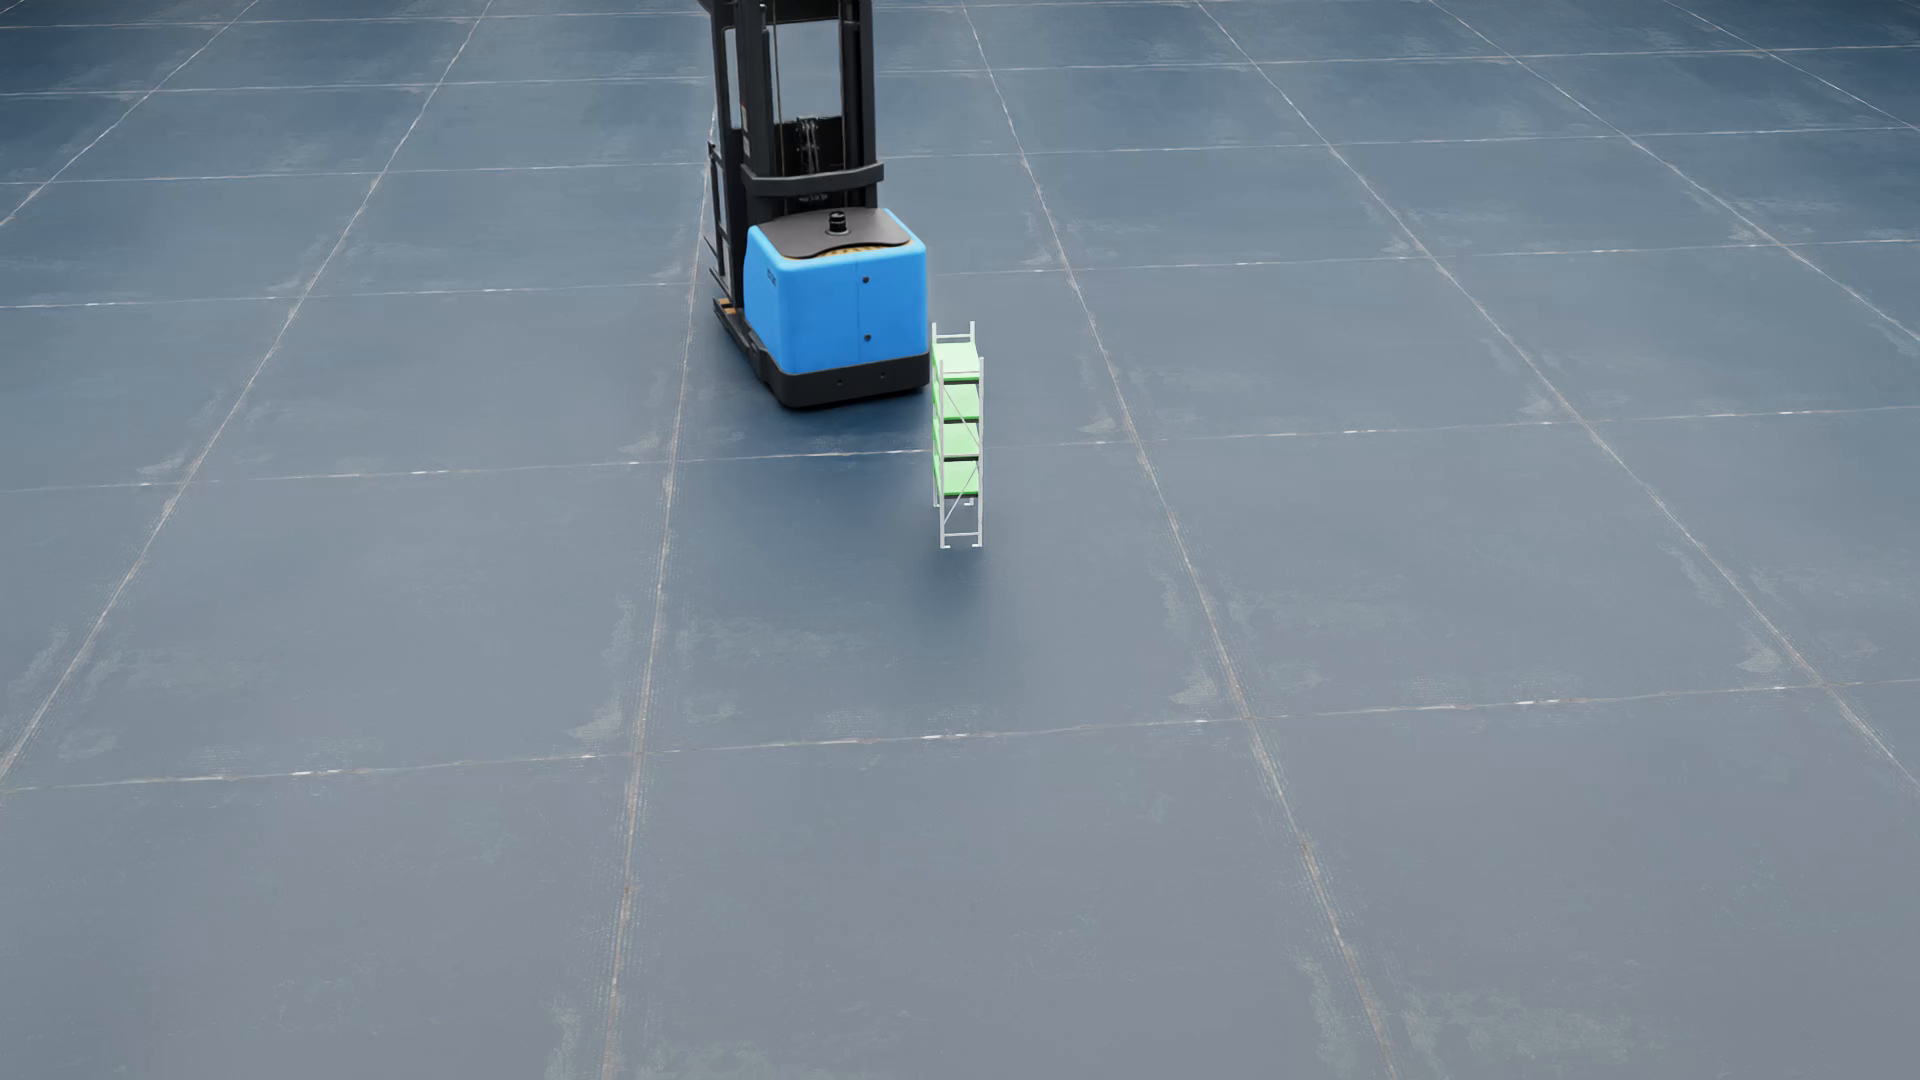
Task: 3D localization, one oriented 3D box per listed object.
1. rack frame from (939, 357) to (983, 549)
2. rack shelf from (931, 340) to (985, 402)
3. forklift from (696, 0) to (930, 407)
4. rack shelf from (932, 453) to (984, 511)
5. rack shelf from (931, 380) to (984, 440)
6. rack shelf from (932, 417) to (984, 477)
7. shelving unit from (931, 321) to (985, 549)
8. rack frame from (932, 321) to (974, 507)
[{"bbox_3d":[0.007,-0.475,9.375,0.240,1.200,0.015,-3,31,-5],"label":"rack frame"},{"bbox_3d":[-0.015,-0.957,9.370,0.258,0.148,0.480,-3,31,-5],"label":"rack shelf"},{"bbox_3d":[-1.210,-2.886,11.724,1.130,2.935,3.031,-11,33,-18],"label":"forklift"},{"bbox_3d":[-0.015,-0.339,9.740,0.258,0.148,0.480,-3,31,-5],"label":"rack shelf"},{"bbox_3d":[-0.015,-0.751,9.494,0.258,0.148,0.480,-3,31,-5],"label":"rack shelf"},{"bbox_3d":[-0.015,-0.545,9.617,0.258,0.148,0.480,-3,31,-5],"label":"rack shelf"},{"bbox_3d":[-0.015,-0.600,9.584,0.258,1.200,0.503,-3,31,-5],"label":"shelving unit"},{"bbox_3d":[-0.038,-0.724,9.792,0.240,1.200,0.015,-3,31,-5],"label":"rack frame"}]
